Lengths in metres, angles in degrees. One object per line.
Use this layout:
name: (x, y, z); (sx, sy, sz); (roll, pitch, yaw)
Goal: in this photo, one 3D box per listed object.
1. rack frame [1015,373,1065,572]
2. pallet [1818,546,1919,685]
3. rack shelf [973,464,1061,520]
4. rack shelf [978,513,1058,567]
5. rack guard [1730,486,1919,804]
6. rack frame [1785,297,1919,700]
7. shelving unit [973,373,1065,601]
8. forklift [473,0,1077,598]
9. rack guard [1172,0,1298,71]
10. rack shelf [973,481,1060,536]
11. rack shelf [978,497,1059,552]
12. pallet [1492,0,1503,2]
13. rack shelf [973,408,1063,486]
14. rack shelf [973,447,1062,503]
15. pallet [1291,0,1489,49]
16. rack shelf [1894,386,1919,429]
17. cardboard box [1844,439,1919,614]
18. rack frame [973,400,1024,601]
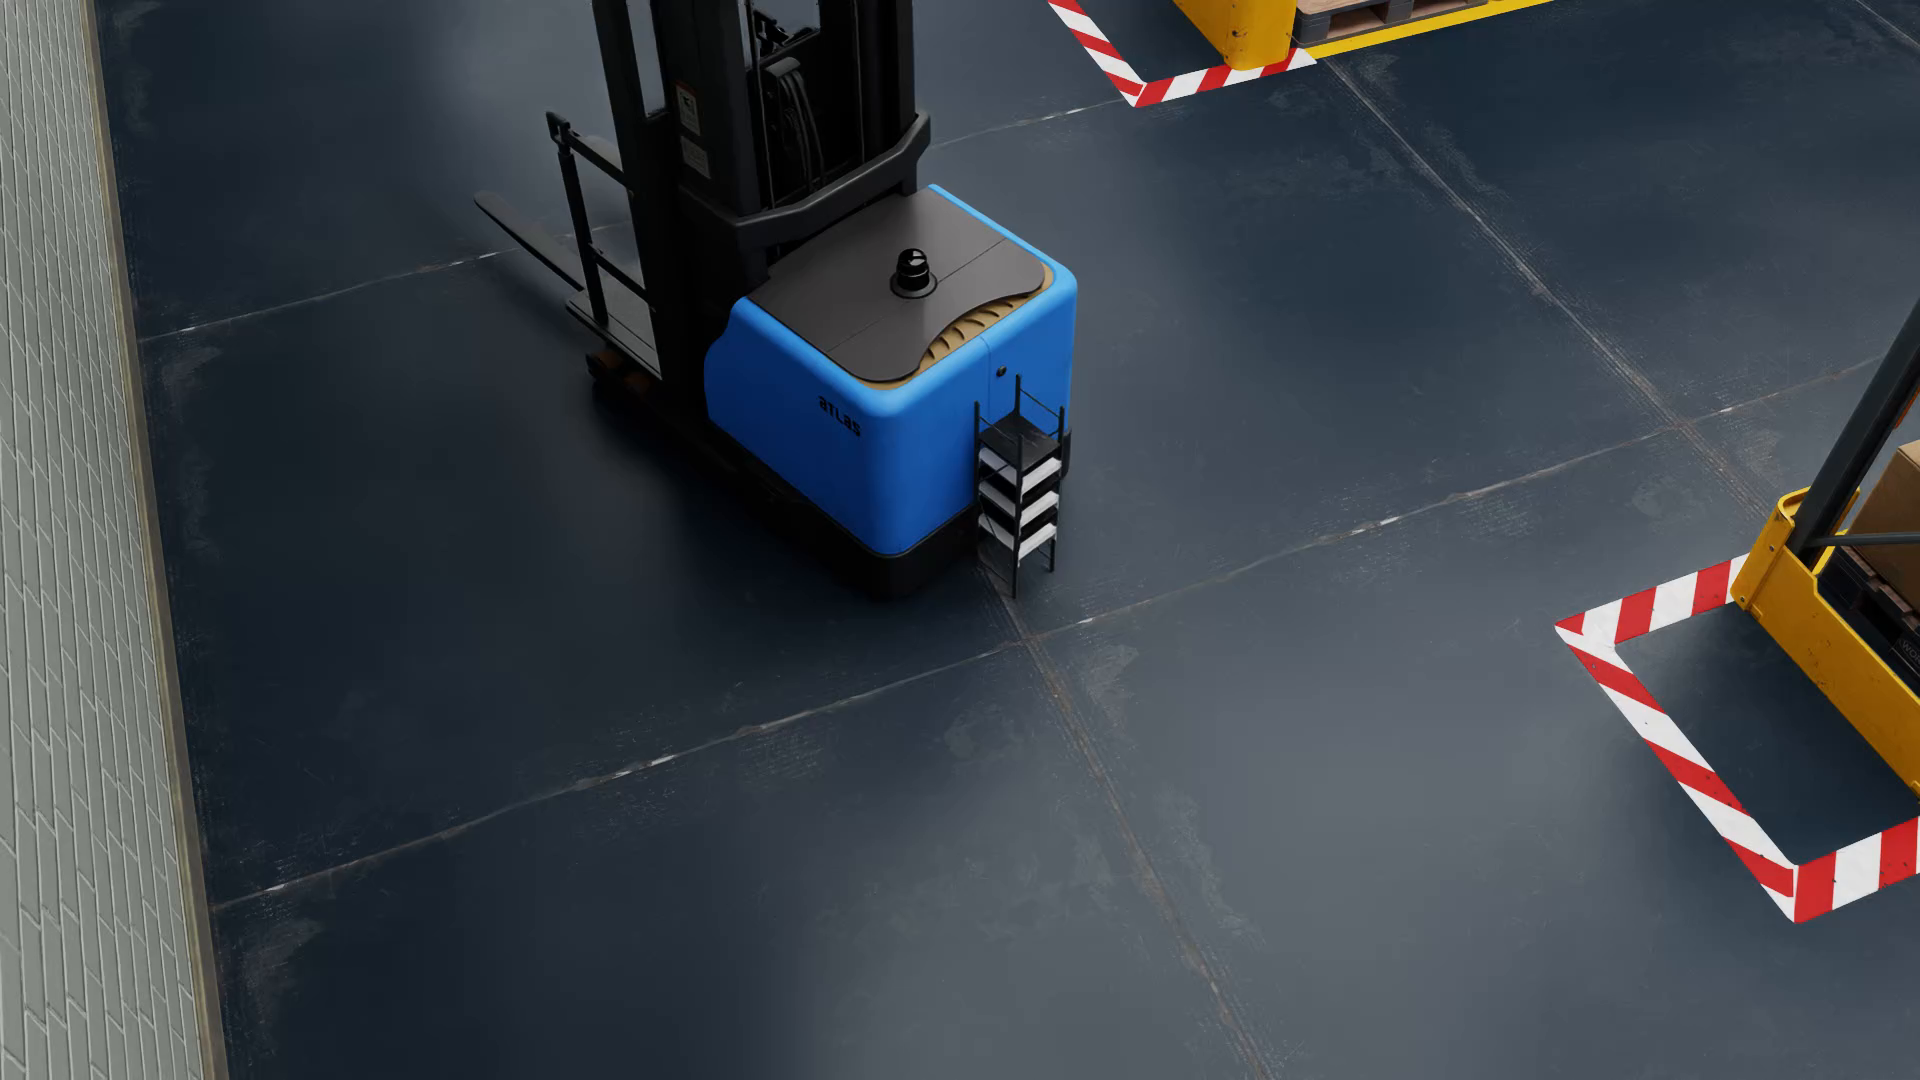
rack frame: (0.283, -0.234, 6.198); (0.006, 0.900, 0.240); (-35, 58, -26)
pallet: (4.069, 0.246, 6.240); (1.213, 0.211, 1.003); (-17, 52, -14)
rack shelf: (0.209, -0.218, 6.110); (0.200, 0.077, 0.258); (-35, 58, -26)
rack shelf: (0.208, -0.042, 6.315); (0.200, 0.077, 0.258); (-35, 58, -26)
rack guard: (3.331, 0.382, 5.933); (0.348, 0.500, 1.175); (-17, 52, -14)
rack frame: (3.261, -0.411, 4.966); (0.127, 3.000, 1.000); (-17, 52, -14)
shelving unit: (0.209, -0.181, 6.153); (0.210, 0.900, 0.258); (-35, 58, -26)
forklift: (-0.947, -1.752, 6.163); (1.130, 2.935, 3.031); (-37, 58, -27)
rack guard: (1.374, -3.061, 8.890); (0.348, 0.500, 1.175); (-17, 52, -14)
rack shelf: (0.209, -0.159, 6.178); (0.200, 0.077, 0.258); (-35, 58, -26)
rack shelf: (0.209, -0.100, 6.246); (0.200, 0.077, 0.258); (-35, 58, -26)
pallet: (3.297, -3.539, 9.491); (1.213, 0.211, 1.003); (-17, 52, -14)
rack shelf: (0.209, -0.335, 5.973); (0.200, 0.077, 0.258); (-35, 58, -26)
rack shelf: (0.209, -0.276, 6.041); (0.200, 0.077, 0.258); (-35, 58, -26)
pallet: (2.169, -3.192, 9.193); (1.213, 0.211, 1.003); (-17, 52, -14)
rack shelf: (5.112, -0.750, 5.732); (4.000, 0.370, 1.077); (-17, 52, -14)
cardboard box: (3.671, -0.069, 6.030); (0.500, 0.500, 0.500); (-17, 52, -14)
rack frame: (0.134, -0.128, 6.108); (0.006, 0.900, 0.240); (-35, 58, -26)
